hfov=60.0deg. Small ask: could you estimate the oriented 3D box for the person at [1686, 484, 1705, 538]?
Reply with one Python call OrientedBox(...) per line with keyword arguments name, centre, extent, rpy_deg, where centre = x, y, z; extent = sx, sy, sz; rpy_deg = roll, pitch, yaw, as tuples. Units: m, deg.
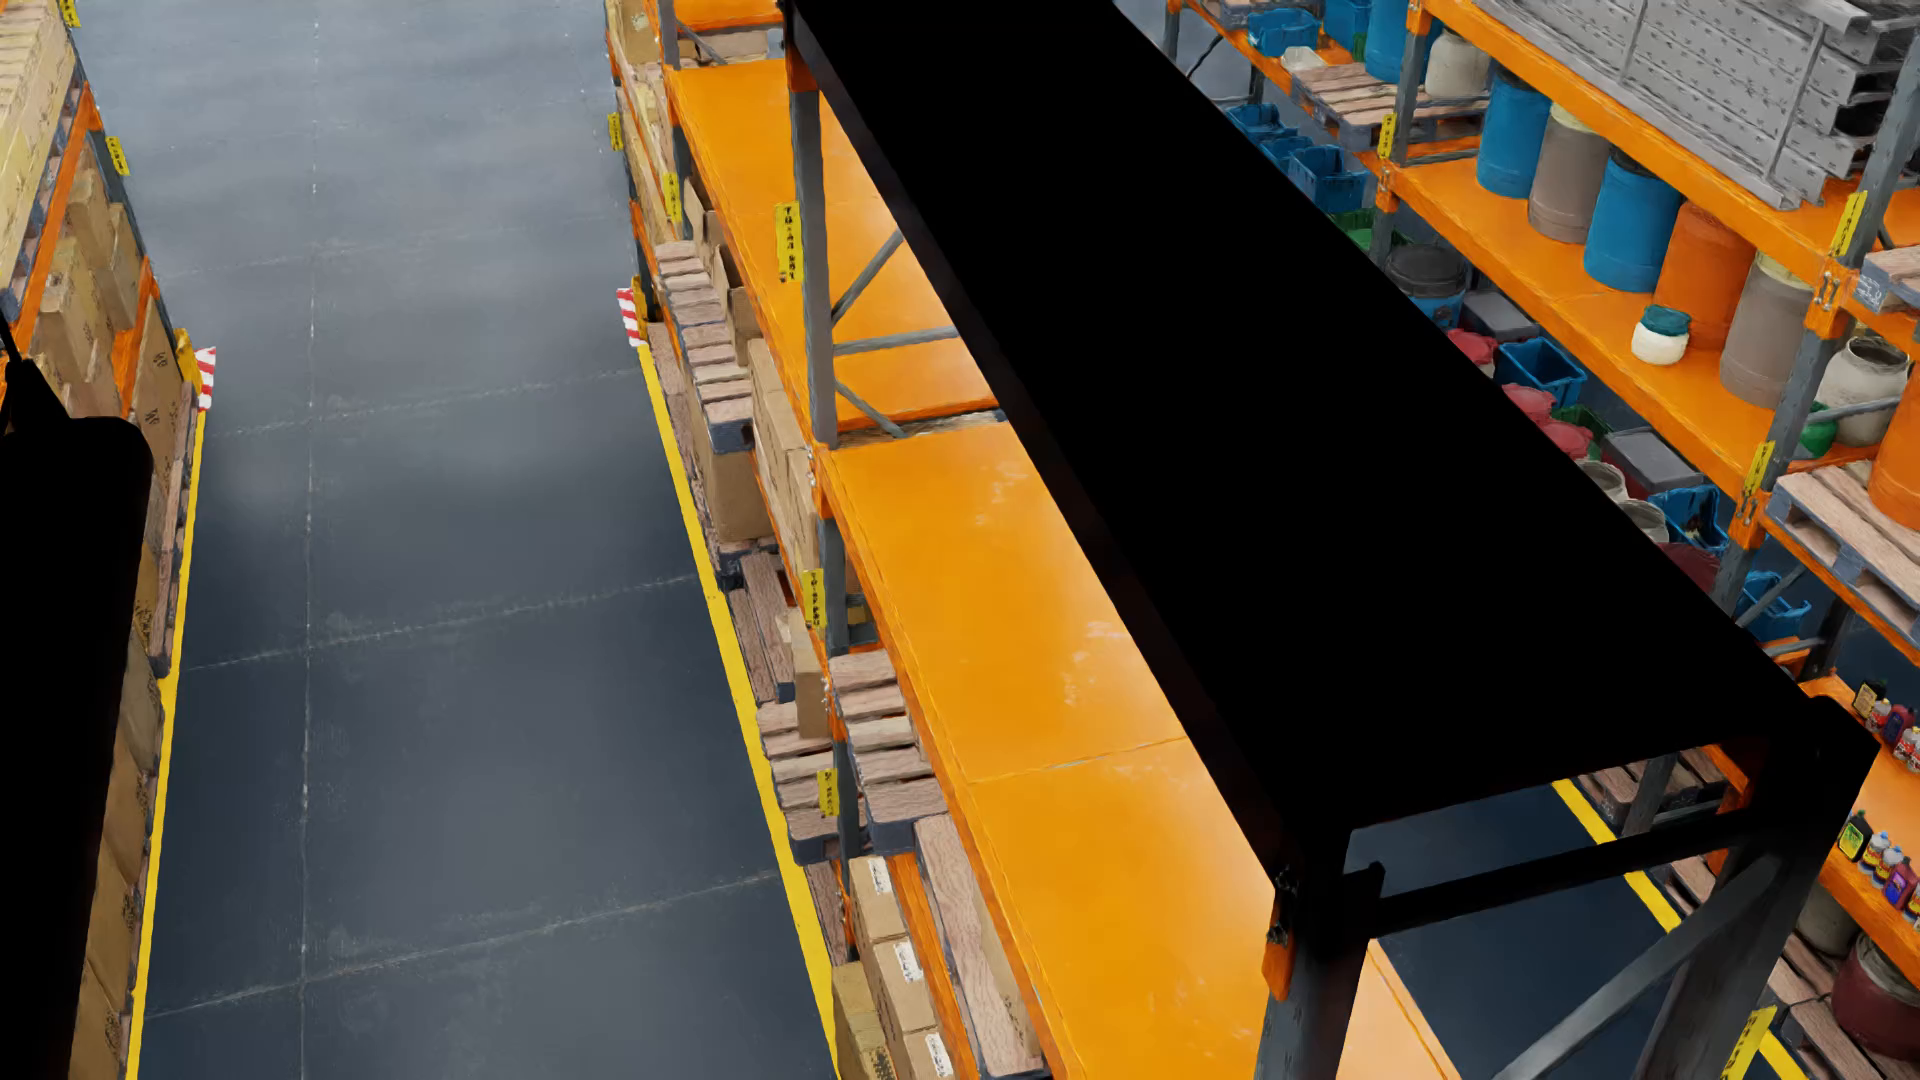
OrientedBox(name="person", centre=(4.682, 0.356, 11.054), extent=(0.495, 1.629, 0.965), rpy_deg=(3, 39, 4))
